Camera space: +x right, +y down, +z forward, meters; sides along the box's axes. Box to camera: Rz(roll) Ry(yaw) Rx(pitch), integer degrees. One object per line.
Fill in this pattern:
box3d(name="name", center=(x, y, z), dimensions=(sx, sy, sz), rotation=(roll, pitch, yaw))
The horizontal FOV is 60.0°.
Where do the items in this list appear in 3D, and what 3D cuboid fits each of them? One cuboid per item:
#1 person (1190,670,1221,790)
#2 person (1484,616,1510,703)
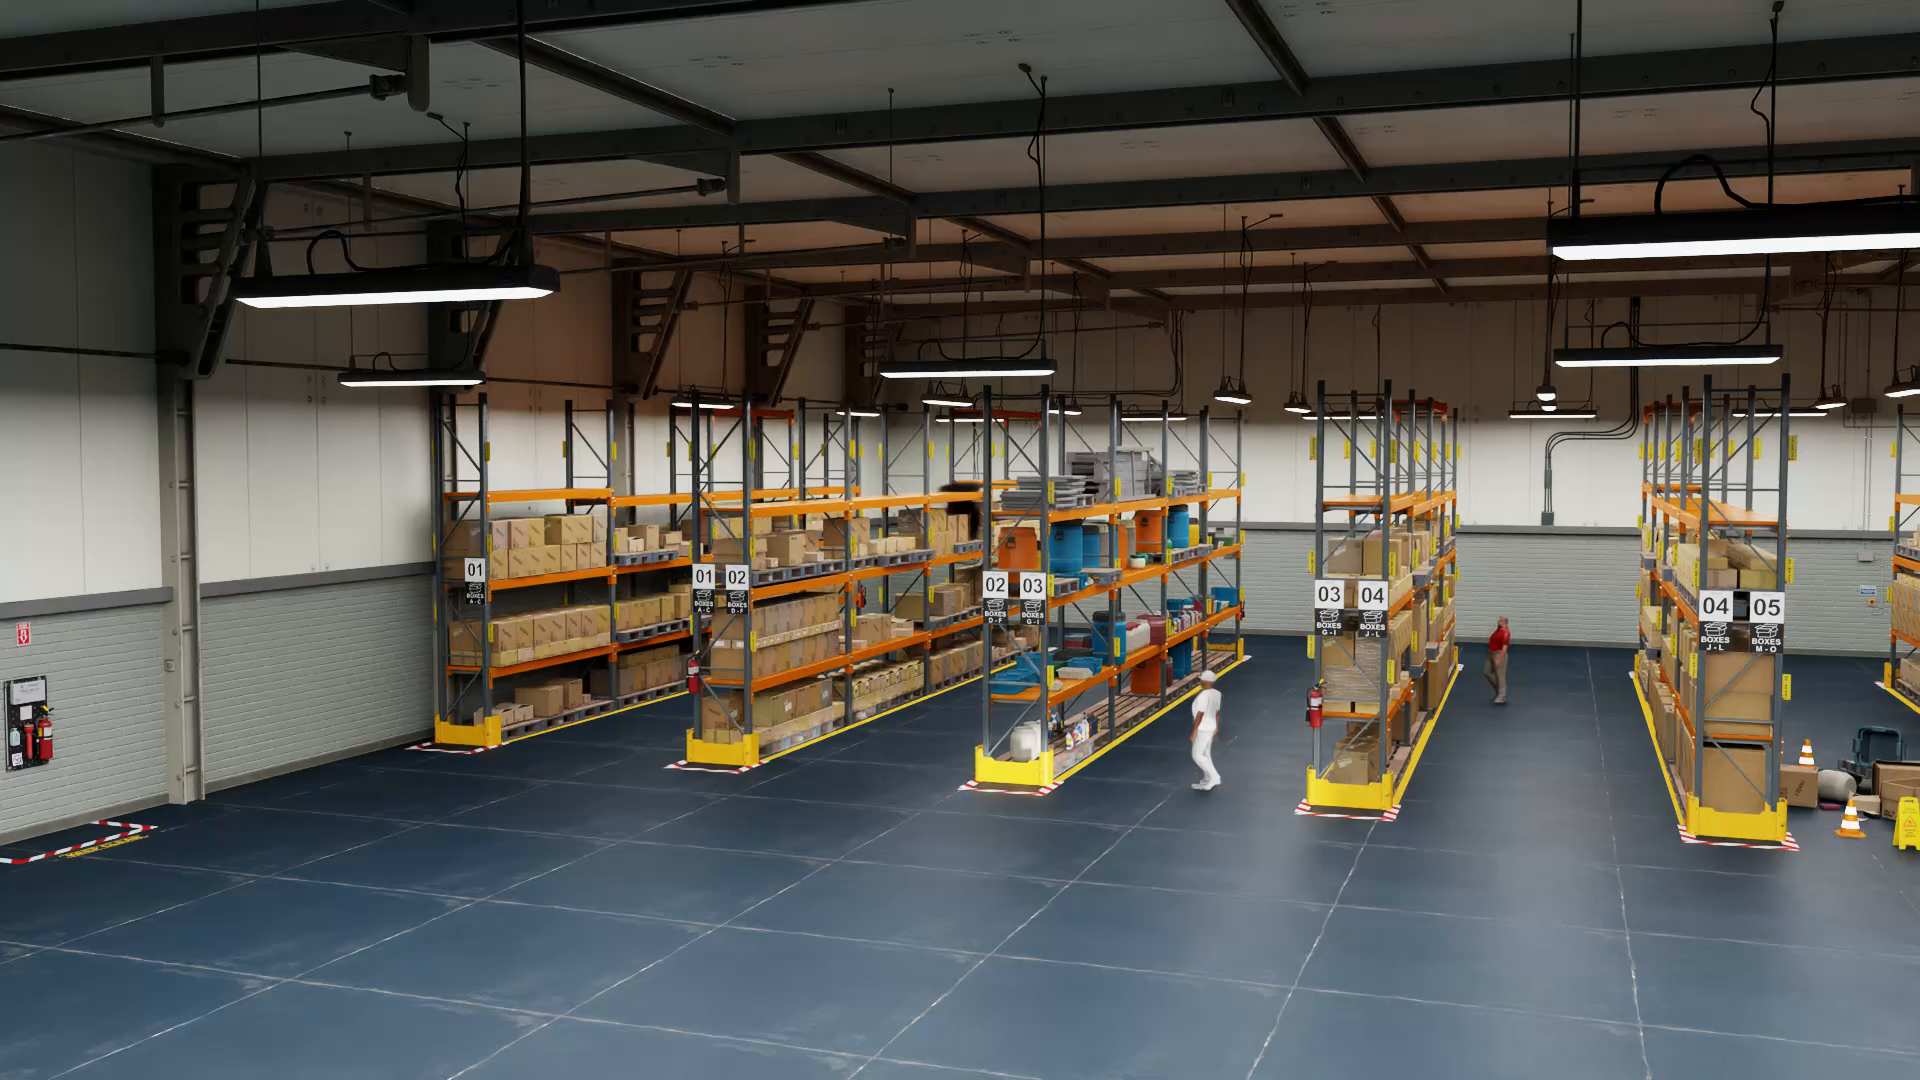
box3d(name="person", center=(3.626, 2.805, 24.505), dimensions=(0.456, 1.772, 0.630), rotation=(1, 3, 13))
box3d(name="person", center=(10.776, 2.376, 33.263), dimensions=(0.452, 1.737, 0.642), rotation=(-1, 3, -10))
